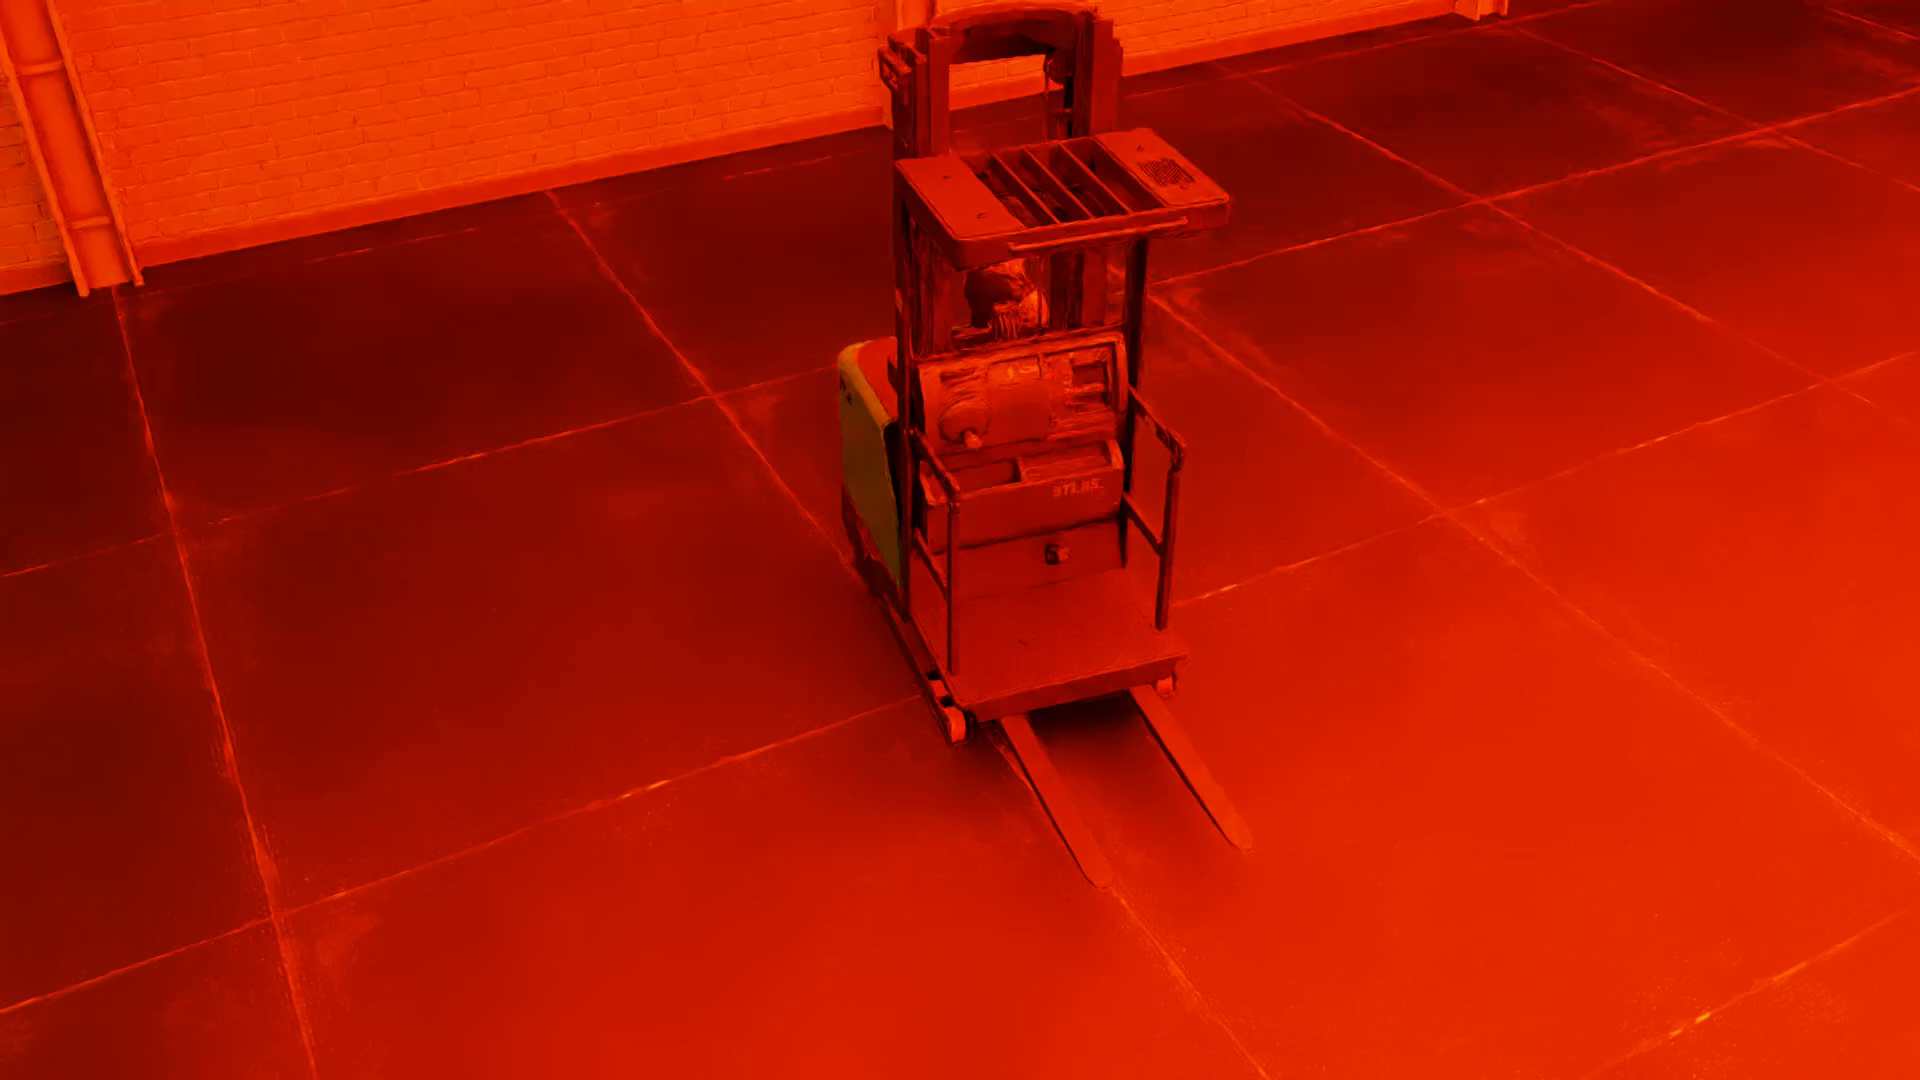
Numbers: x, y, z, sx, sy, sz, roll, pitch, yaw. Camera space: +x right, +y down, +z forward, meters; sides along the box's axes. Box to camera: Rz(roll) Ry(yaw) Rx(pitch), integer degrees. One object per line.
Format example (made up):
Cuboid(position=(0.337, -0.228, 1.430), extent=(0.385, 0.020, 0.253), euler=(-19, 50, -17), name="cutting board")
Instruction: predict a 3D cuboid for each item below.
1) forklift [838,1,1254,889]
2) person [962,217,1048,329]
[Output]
Cuboid(position=(0.349, -0.566, 6.923), extent=(1.130, 2.935, 3.031), euler=(-11, 37, -16), name="forklift")
Cuboid(position=(0.335, -0.871, 8.453), extent=(0.685, 1.666, 0.903), euler=(26, 43, 32), name="person")
